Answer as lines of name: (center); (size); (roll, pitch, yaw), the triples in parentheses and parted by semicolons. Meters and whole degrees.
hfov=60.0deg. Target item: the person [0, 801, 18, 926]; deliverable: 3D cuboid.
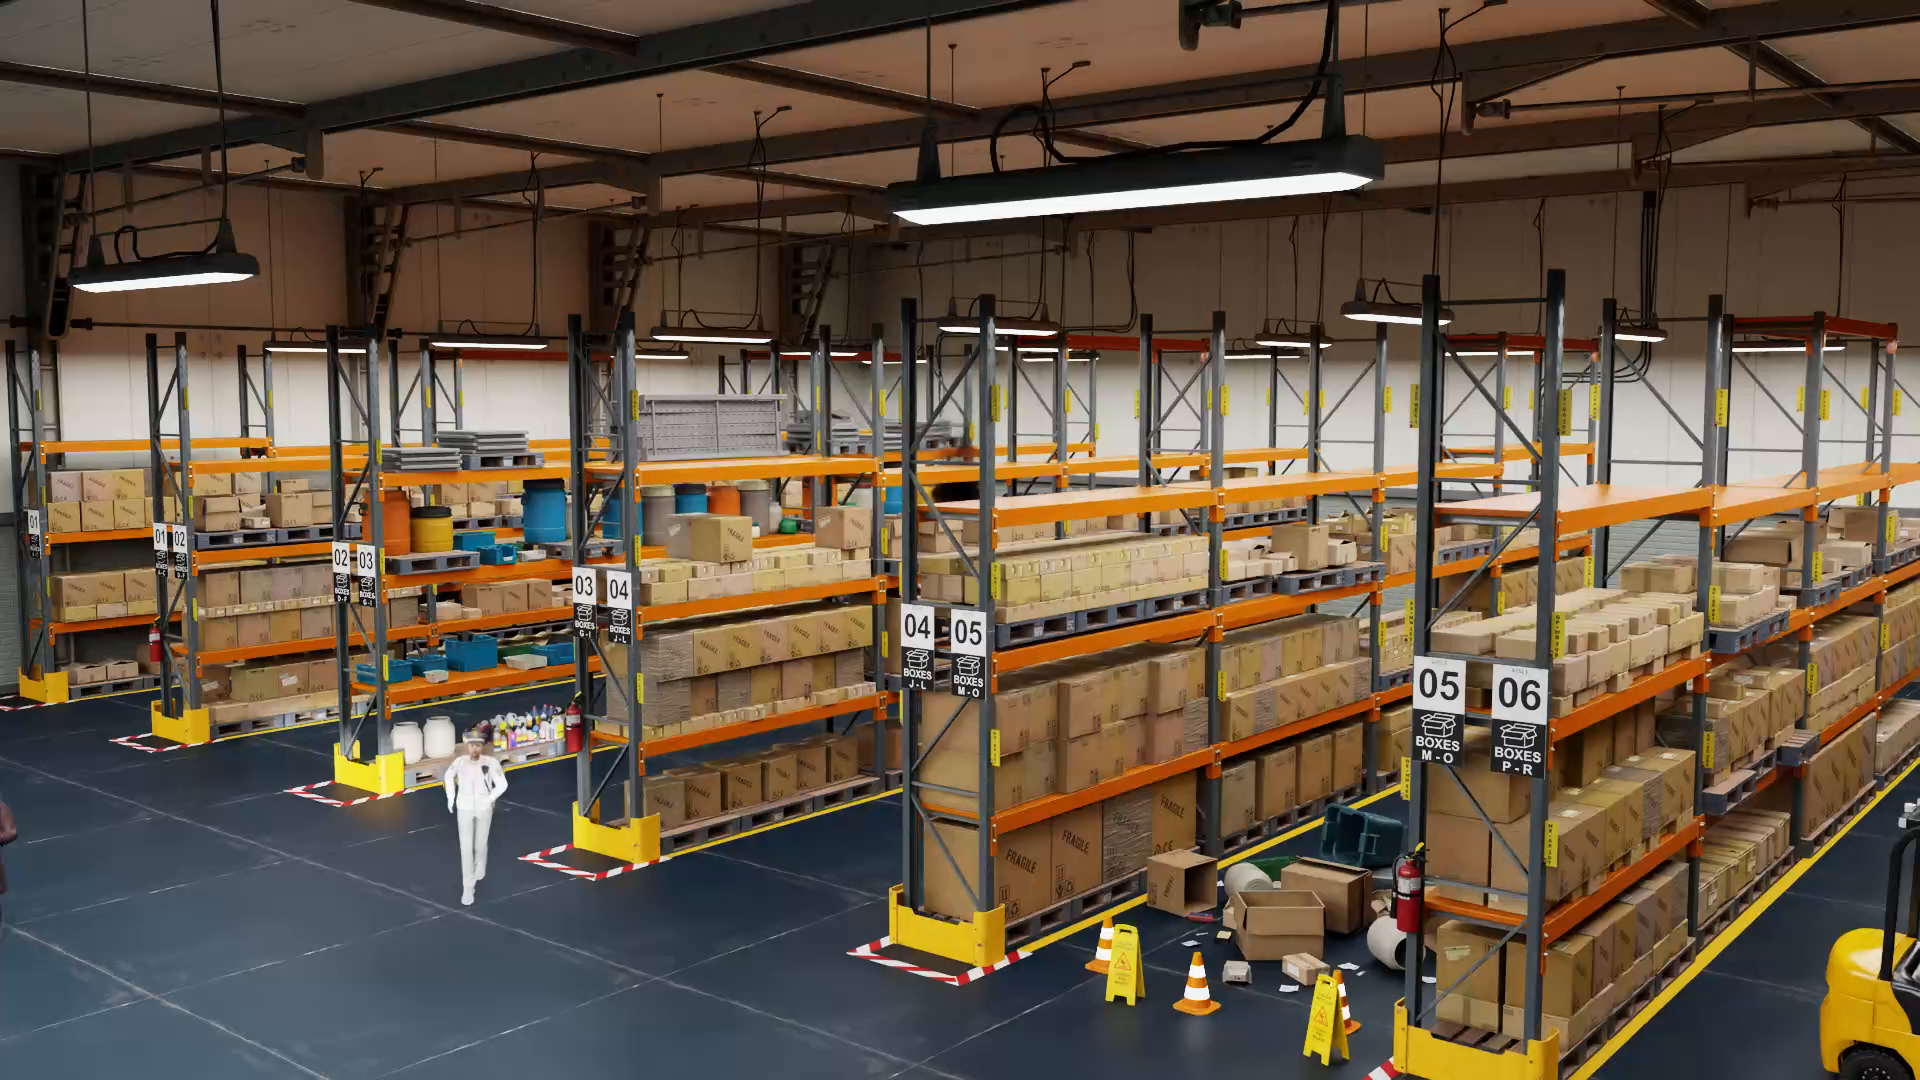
person: (-8.787, 2.940, 14.814); (0.715, 1.749, 1.021); (-3, 6, -27)

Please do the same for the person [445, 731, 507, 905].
person: (-4.966, 2.781, 17.074); (0.632, 1.701, 0.901); (-1, 5, -13)
